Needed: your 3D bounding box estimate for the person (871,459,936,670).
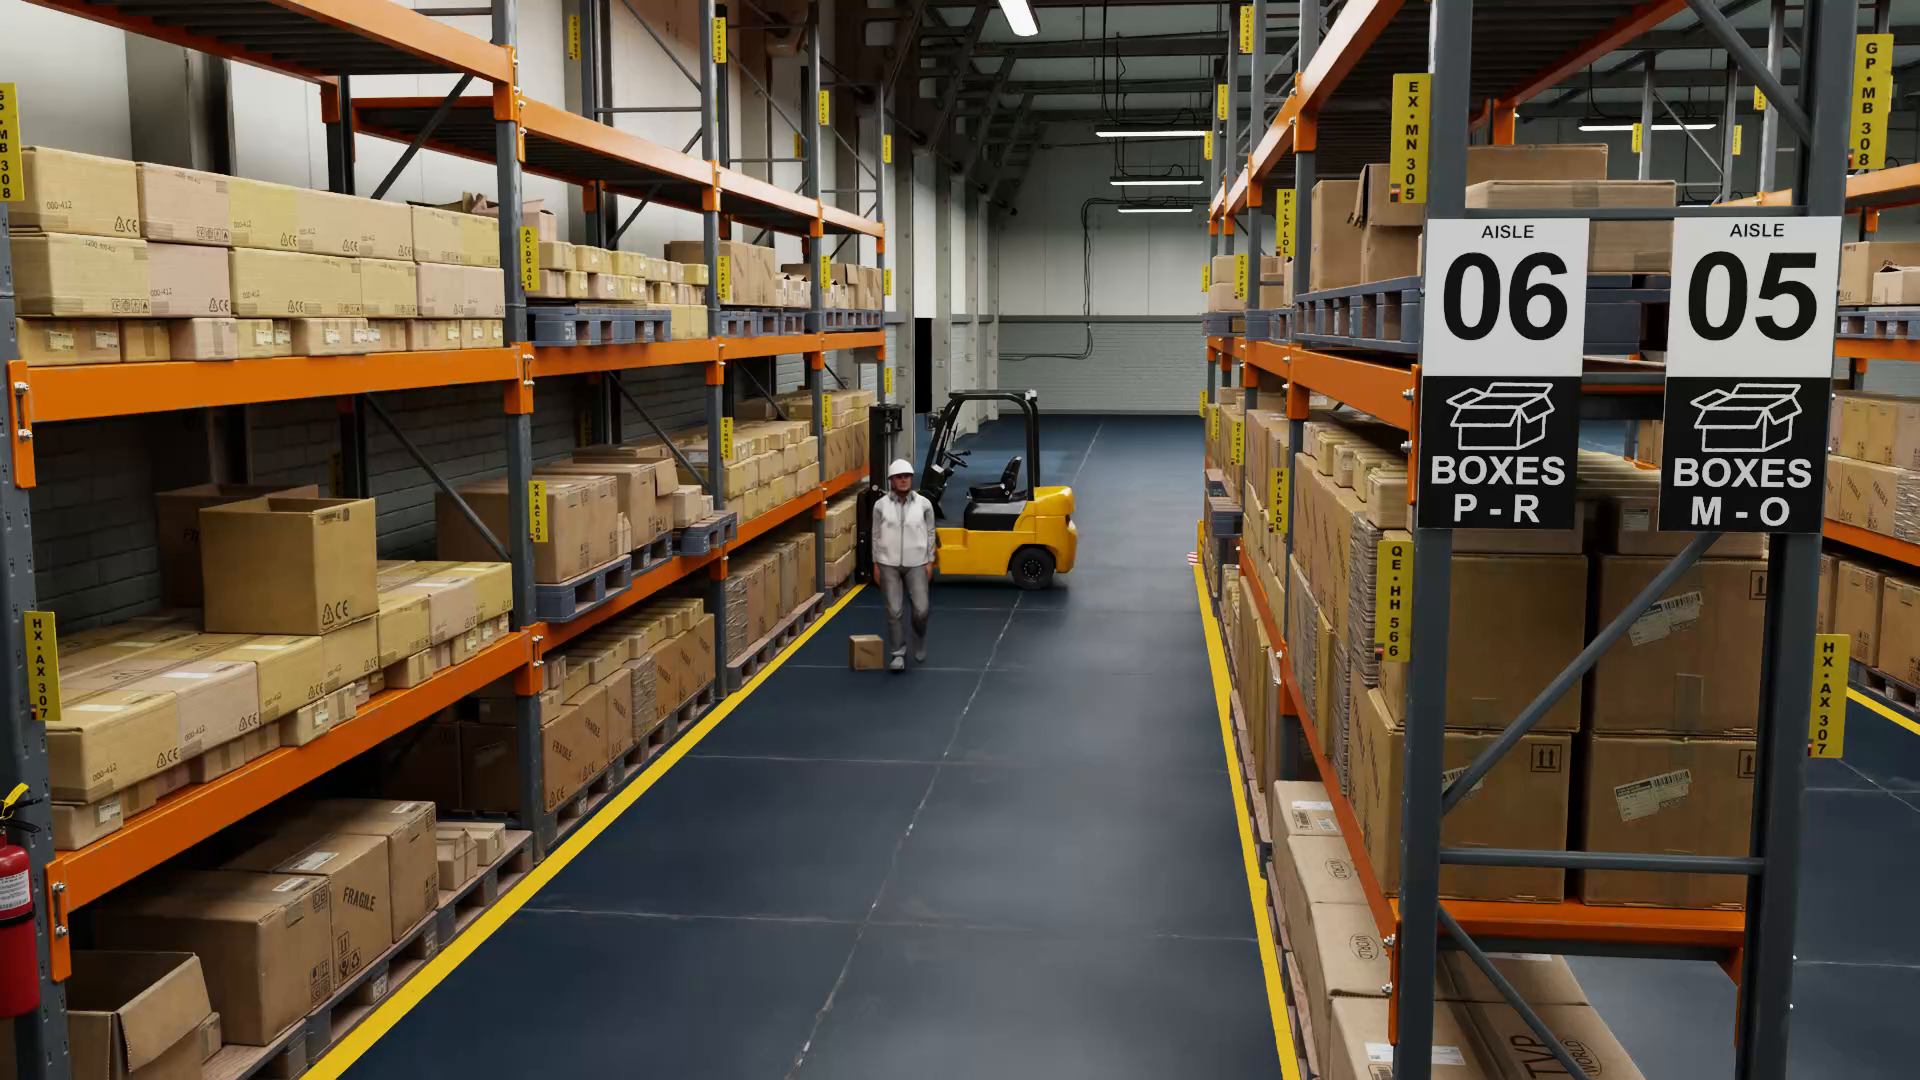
[{"bbox_3d":[-0.475,0.196,14.039,0.544,1.761,0.495,0,8,0],"label":"person"}]
